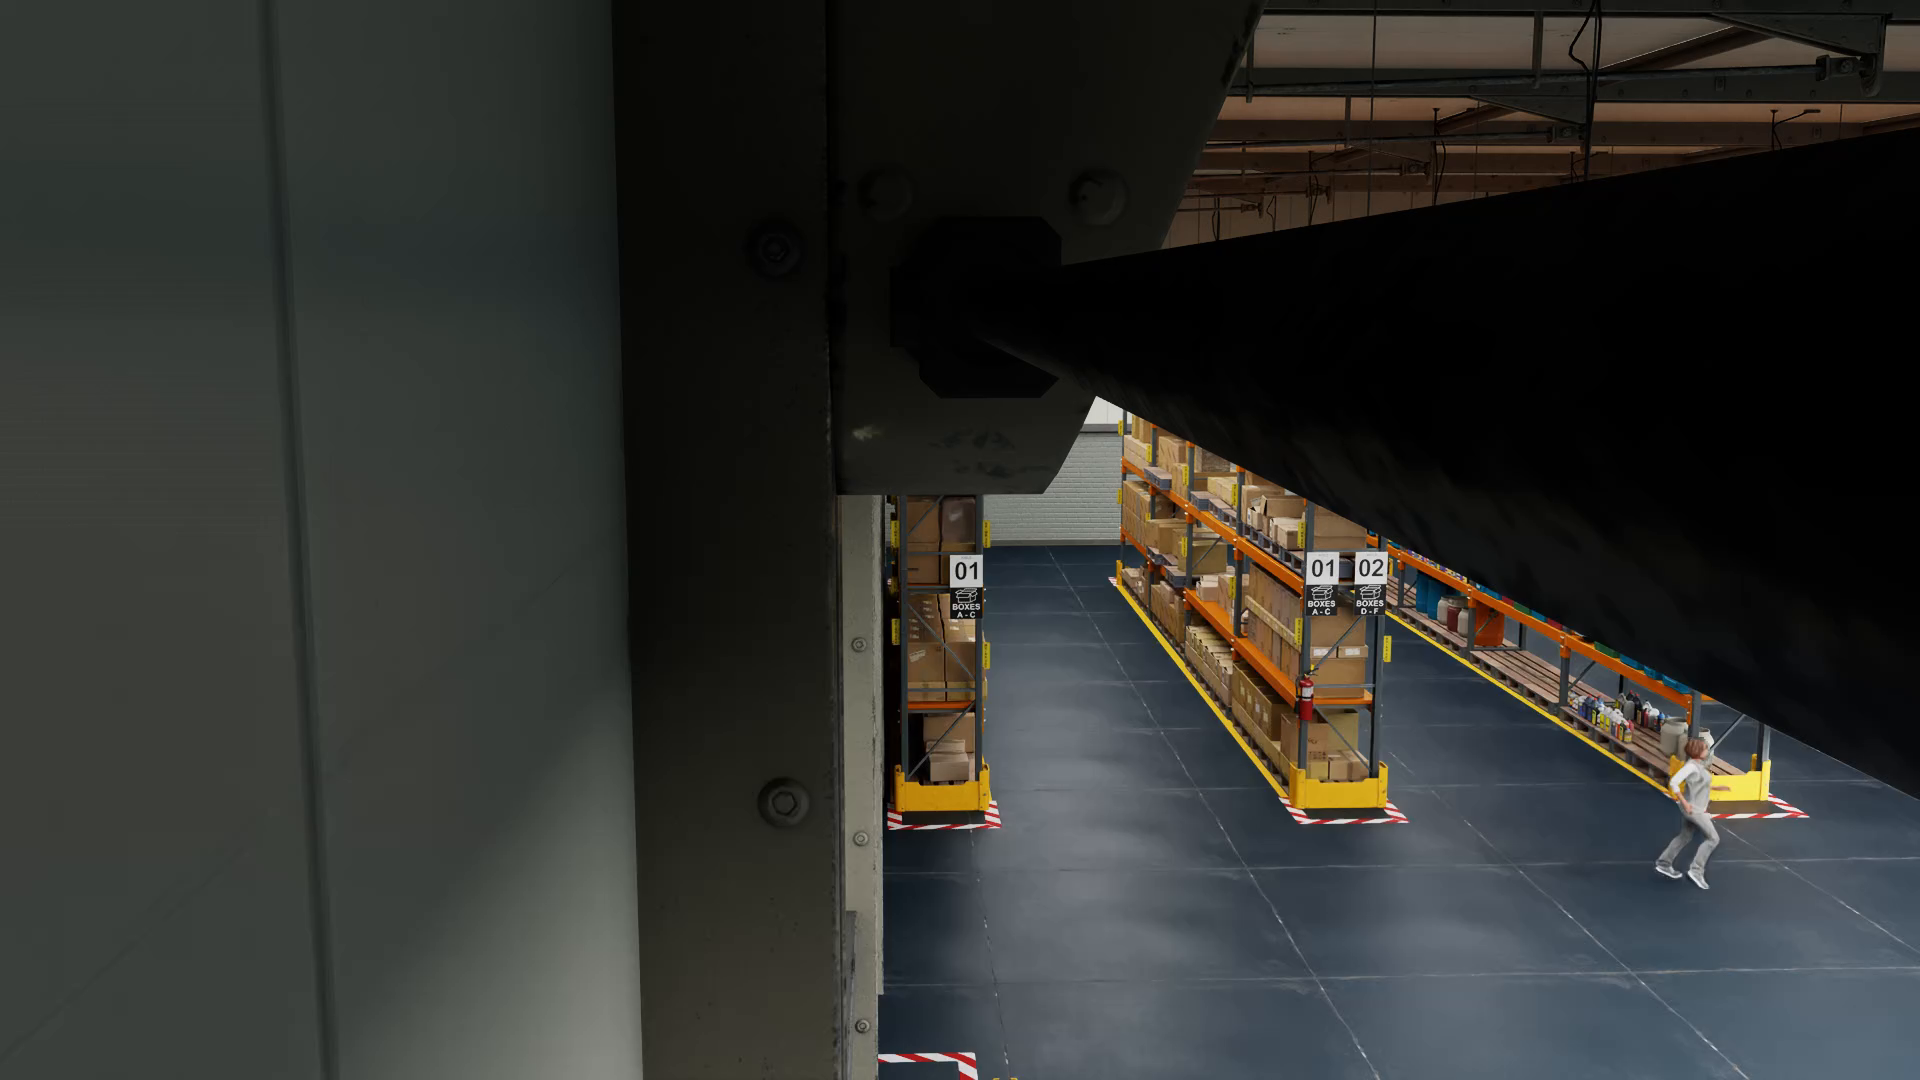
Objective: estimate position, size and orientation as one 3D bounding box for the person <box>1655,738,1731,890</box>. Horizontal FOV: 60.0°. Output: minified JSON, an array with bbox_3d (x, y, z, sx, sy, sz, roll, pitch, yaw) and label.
[{"bbox_3d":[7.872,2.926,17.838,0.693,1.623,0.509,4,9,23],"label":"person"}]
